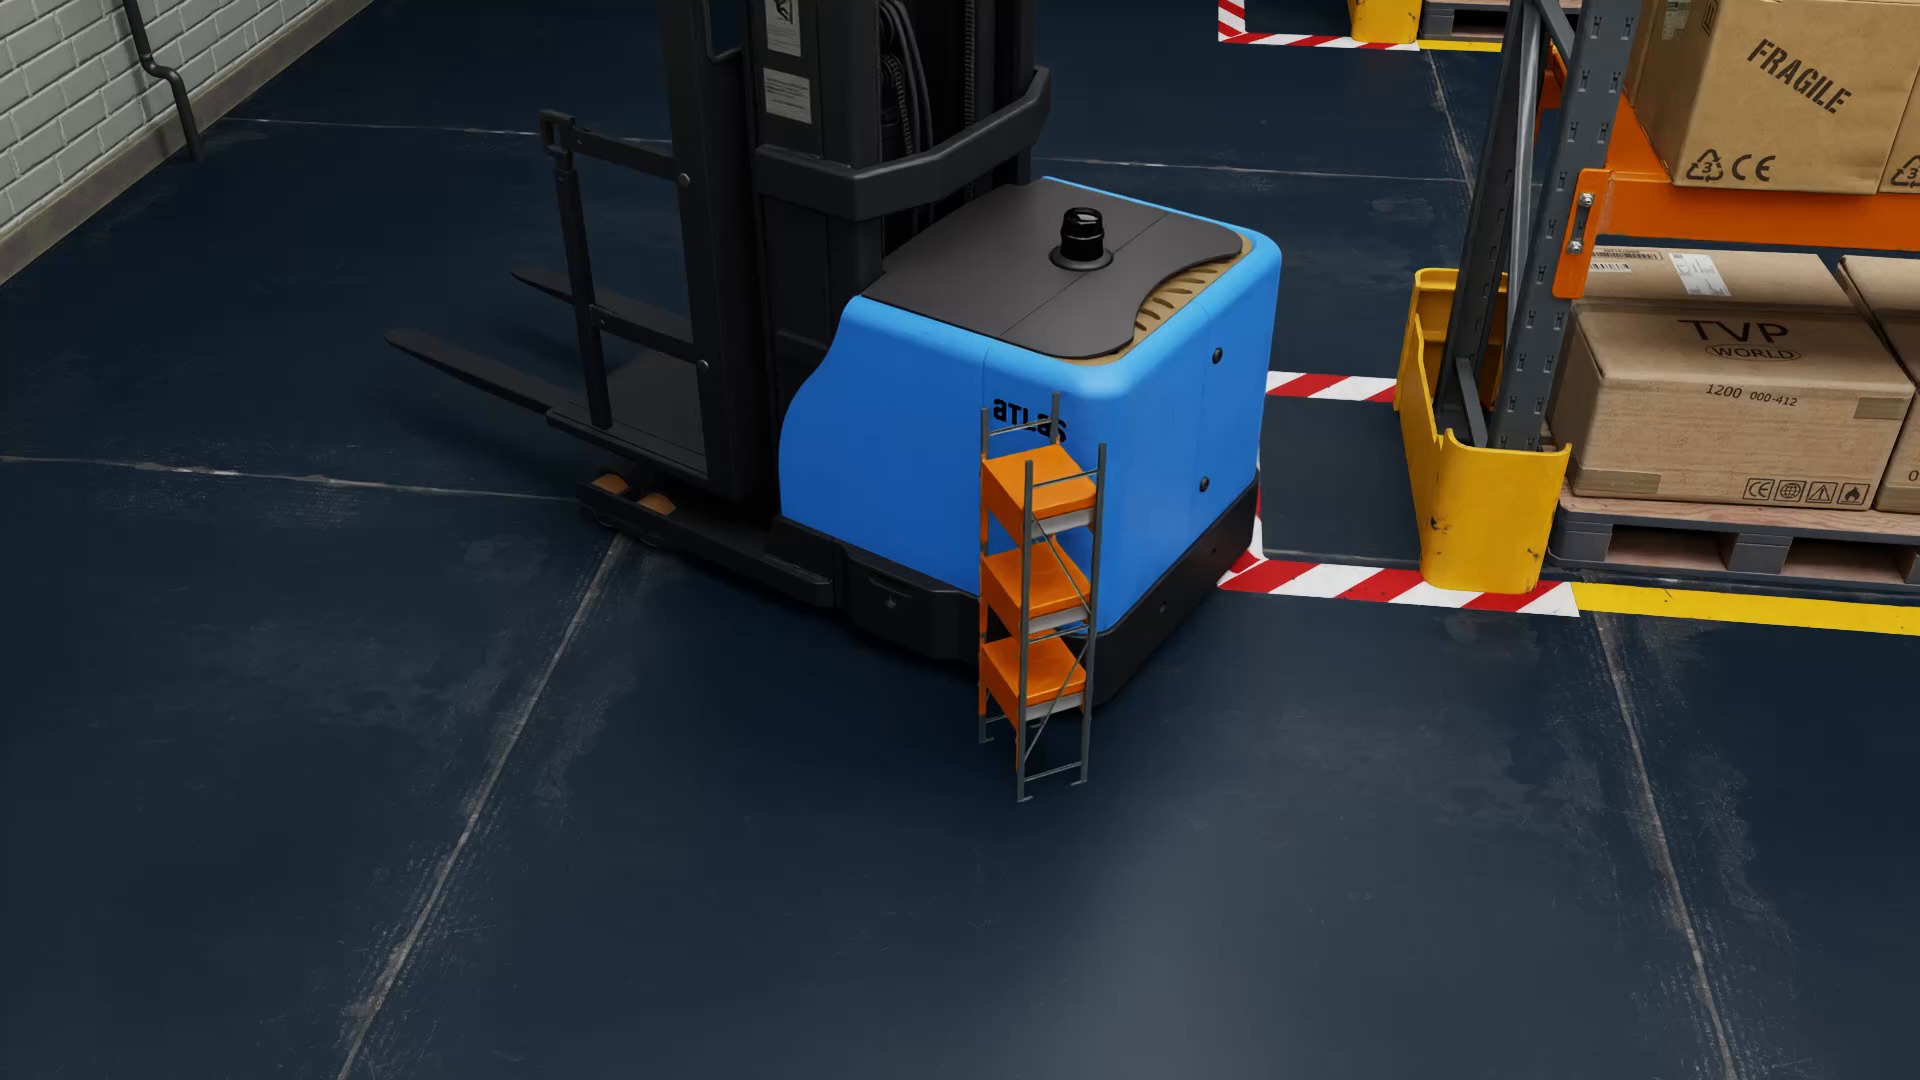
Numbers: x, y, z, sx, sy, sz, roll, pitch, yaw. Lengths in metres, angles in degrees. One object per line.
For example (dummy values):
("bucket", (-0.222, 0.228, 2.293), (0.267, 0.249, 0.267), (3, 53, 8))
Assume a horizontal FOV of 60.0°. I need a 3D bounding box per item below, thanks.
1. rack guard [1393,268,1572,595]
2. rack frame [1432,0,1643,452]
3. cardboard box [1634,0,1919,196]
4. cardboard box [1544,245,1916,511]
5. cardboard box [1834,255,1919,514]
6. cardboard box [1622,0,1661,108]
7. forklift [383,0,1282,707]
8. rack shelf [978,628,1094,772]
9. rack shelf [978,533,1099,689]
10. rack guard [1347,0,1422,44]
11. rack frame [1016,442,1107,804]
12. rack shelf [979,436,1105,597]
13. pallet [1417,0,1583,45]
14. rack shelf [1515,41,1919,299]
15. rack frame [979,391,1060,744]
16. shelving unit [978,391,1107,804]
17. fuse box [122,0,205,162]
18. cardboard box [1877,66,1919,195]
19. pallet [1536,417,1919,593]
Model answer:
("rack guard", (1.651, -0.383, 5.356), (0.348, 0.500, 1.175), (4, 36, 6))
("rack frame", (1.675, -1.399, 4.628), (0.127, 3.000, 1.000), (4, 36, 6))
("cardboard box", (2.115, -1.238, 4.317), (0.500, 0.500, 0.500), (4, 36, 6))
("cardboard box", (2.343, -0.535, 5.262), (0.875, 0.438, 0.875), (3, 36, 4))
("cardboard box", (3.251, -0.473, 5.174), (0.875, 0.438, 0.875), (5, 36, 7))
("cardboard box", (2.187, -1.556, 4.762), (0.500, 0.500, 0.500), (4, 36, 6))
("forklift", (-0.604, -1.403, 4.693), (3.031, 2.935, 1.130), (21, 41, 27))
("rack shelf", (0.191, 0.399, 4.284), (0.215, 0.259, 0.240), (-14, 38, -18))
("rack shelf", (0.191, 0.173, 4.122), (0.215, 0.259, 0.240), (-14, 38, -18))
("rack guard", (2.379, -3.236, 9.354), (0.348, 0.500, 1.175), (4, 36, 6))
("rack frame", (0.239, 0.230, 4.024), (0.200, 1.050, 0.008), (-14, 38, -18))
("rack shelf", (0.191, -0.058, 3.956), (0.215, 0.259, 0.240), (-14, 38, -18))
("pallet", (3.170, -3.060, 9.356), (1.213, 0.211, 1.003), (4, 36, 6))
("rack shelf", (3.659, -0.958, 4.629), (4.000, 0.370, 1.077), (4, 36, 6))
("rack frame", (0.143, 0.099, 4.207), (0.200, 1.050, 0.008), (-14, 38, -18))
("shelving unit", (0.191, 0.164, 4.115), (0.215, 1.050, 0.252), (-14, 38, -18))
("fuse box", (-3.508, -2.478, 7.248), (0.414, 1.711, 0.539), (4, 36, 6))
("cardboard box", (2.620, -1.217, 4.287), (0.500, 0.500, 0.500), (4, 36, 5))
("pallet", (2.478, -0.250, 5.418), (1.213, 0.211, 1.003), (4, 36, 6))
